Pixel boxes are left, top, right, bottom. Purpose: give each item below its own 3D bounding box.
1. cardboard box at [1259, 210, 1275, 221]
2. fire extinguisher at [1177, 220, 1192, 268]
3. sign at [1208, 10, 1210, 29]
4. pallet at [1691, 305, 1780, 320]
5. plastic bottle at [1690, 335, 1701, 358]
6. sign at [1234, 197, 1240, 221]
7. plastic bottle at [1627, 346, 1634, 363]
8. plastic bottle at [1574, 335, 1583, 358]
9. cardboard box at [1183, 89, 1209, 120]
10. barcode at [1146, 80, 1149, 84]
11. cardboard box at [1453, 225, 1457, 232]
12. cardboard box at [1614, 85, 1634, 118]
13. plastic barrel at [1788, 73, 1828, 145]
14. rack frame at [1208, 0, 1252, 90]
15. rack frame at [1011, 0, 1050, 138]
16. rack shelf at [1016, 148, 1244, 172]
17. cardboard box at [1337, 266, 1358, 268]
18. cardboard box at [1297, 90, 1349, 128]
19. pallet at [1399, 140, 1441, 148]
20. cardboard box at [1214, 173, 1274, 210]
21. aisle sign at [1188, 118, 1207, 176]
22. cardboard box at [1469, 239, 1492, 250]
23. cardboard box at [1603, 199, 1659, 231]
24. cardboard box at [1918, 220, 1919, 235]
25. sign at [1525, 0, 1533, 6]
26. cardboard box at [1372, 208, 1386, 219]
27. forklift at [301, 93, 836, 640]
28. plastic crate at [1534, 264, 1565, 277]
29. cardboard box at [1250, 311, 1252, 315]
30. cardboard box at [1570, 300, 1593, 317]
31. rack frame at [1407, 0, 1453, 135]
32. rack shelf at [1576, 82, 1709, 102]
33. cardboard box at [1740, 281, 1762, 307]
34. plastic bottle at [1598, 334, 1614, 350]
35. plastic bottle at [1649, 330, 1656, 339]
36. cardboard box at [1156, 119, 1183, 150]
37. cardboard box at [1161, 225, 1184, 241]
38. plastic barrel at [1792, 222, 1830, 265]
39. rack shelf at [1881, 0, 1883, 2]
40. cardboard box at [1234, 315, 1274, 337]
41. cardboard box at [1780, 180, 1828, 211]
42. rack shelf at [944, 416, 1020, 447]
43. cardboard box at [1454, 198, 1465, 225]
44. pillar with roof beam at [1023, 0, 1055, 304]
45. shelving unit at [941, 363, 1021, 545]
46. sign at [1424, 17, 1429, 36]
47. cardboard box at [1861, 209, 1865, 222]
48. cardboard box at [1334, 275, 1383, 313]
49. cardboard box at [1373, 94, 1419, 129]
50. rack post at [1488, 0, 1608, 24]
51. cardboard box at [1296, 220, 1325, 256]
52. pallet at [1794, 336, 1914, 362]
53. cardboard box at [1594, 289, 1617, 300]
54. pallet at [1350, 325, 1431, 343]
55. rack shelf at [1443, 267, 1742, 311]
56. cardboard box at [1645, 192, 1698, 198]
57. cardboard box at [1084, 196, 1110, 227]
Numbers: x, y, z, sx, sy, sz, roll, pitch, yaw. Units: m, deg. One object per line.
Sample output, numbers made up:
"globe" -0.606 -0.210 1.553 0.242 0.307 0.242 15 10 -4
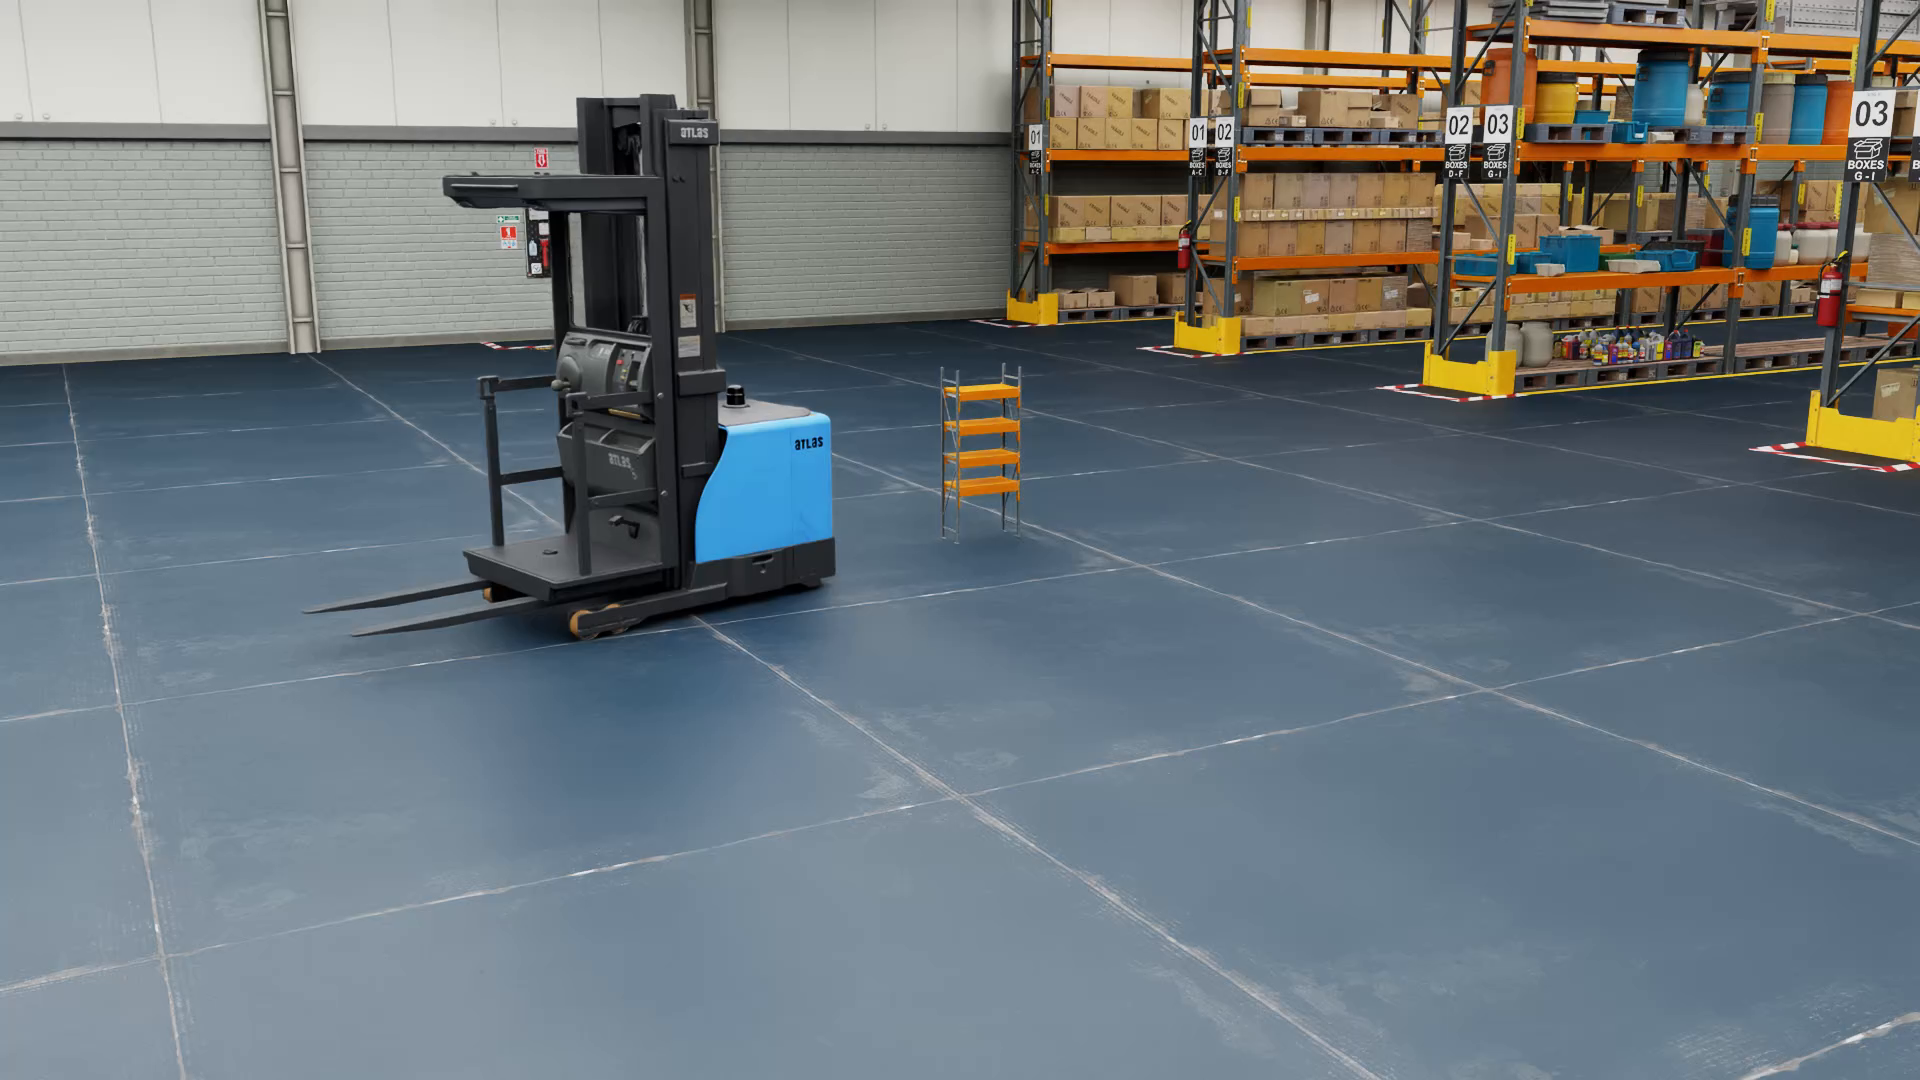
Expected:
"cardboard box" 4.197 -4.560 23.333 0.250 0.149 0.380 -7 15 -29
"fire extinguisher" 3.192 -4.206 23.641 0.183 0.674 0.296 -7 14 -28
"sign" 4.382 -9.108 29.094 0.005 0.325 0.100 -7 14 -28
"pallet" 13.356 -3.975 28.793 1.213 0.211 1.003 -7 14 -28
"plastic bottle" 9.136 -2.407 20.659 0.133 0.283 0.061 -6 14 -25
"sign" 3.779 -4.520 22.708 0.005 0.325 0.100 -7 14 -28
"plastic bottle" 8.105 -2.248 20.140 0.097 0.201 0.097 0 13 0
"plastic bottle" 7.647 -2.411 20.691 0.135 0.276 0.152 -7 15 -29
"cardboard box" 3.864 -7.386 28.215 0.500 0.500 0.500 -6 14 -25
"barcode" 3.227 -7.868 28.581 0.075 0.075 0.001 -7 14 -28
"cardboard box" 9.225 -5.926 31.636 0.250 0.149 0.380 -7 14 -28
"cardboard box" 10.927 -7.053 26.778 0.500 0.500 0.500 -7 14 -28
"plastic barrel" 10.890 -5.573 21.567 0.708 0.901 0.600 -7 14 -28
"rack frame" 4.653 -8.468 28.742 0.127 3.000 1.000 -7 14 -28
"rack frame" 1.142 -8.047 26.872 0.127 3.000 1.000 -7 14 -28
"rack shelf" 2.897 -6.443 28.215 4.000 0.370 1.077 -7 14 -28
"cardboard box" 7.027 -5.190 30.820 0.500 0.250 0.500 -7 14 -27
"cardboard box" 5.107 -6.074 23.431 0.500 0.500 0.500 -7 14 -28
"pallet" 8.704 -7.411 31.308 1.003 0.211 1.213 -6 14 -25
"cardboard box" 3.981 -4.900 23.369 0.500 0.500 0.700 -7 14 -28
"aisle sign" 3.320 -5.484 23.226 0.004 0.787 0.394 -7 14 -28
"cardboard box" 7.905 -4.518 25.427 0.250 0.149 0.380 -7 14 -28
"cardboard box" 11.039 -5.350 27.364 0.700 0.500 0.500 11 17 41
"cardboard box" 8.875 -2.944 14.676 0.500 0.500 0.500 -7 14 -28
"sign" 6.149 -5.930 17.938 0.005 0.325 0.100 -7 14 -28
"cardboard box" 6.000 -4.776 24.293 0.250 0.149 0.380 -7 14 -28
"forklift" -2.197 -1.007 9.407 3.031 2.935 1.130 -12 17 -42
"plastic crate" 6.829 -3.115 19.219 0.250 0.136 0.298 -7 14 -28
"cardboard box" 4.281 -3.198 24.294 0.500 0.250 0.500 -7 14 -28
"cardboard box" 9.745 -3.714 26.587 0.500 0.250 0.500 -7 14 -29
"rack frame" 7.030 -7.514 24.501 0.127 3.000 1.000 -7 14 -28
"rack shelf" 13.430 -8.974 33.539 4.000 0.370 1.077 -7 14 -28
"cardboard box" 13.318 -4.266 28.426 0.500 0.500 0.500 -7 14 -28
"plastic bottle" 8.047 -2.423 20.743 0.135 0.276 0.152 -7 14 -28
"plastic bottle" 8.910 -2.567 21.394 0.097 0.271 0.097 0 13 0
"cardboard box" 3.410 -6.846 28.093 0.500 0.500 0.500 -7 15 -30
"cardboard box" 3.507 -5.263 28.459 0.500 0.250 0.500 -7 14 -28
"plastic barrel" 10.989 -3.834 21.504 0.433 0.535 0.433 0 13 0
"rack shelf" 10.018 -5.041 15.161 4.000 0.370 1.077 -7 14 -28
"cardboard box" 4.096 -3.043 23.606 0.500 0.250 0.500 -7 14 -28
"cardboard box" 14.600 -5.961 28.758 0.500 0.500 0.500 -6 14 -26
"rack shelf" 0.145 -0.755 11.520 0.480 0.148 0.258 -7 14 -28
"cardboard box" 9.177 -6.221 31.469 0.500 0.500 0.500 -6 14 -26
"pillar with roof beam" 3.405 -7.458 24.253 0.400 9.000 9.100 -7 14 -28
"shelving unit" 0.145 -0.603 11.555 0.503 1.200 0.258 -7 14 -28
"sign" 8.432 -9.280 30.040 0.005 0.325 0.100 -7 14 -28
"cardboard box" 15.963 -5.639 29.607 0.500 0.500 0.500 -7 14 -29
"cardboard box" 5.846 -3.622 24.469 0.500 0.500 0.500 -7 14 -28
"cardboard box" 6.461 -6.370 24.749 0.500 0.500 0.500 -6 14 -23
"rack post" 6.613 -5.949 18.687 0.954 0.300 0.937 -5 14 -22
"cardboard box" 4.832 -4.369 23.963 0.500 0.500 0.700 -7 14 -27
"pallet" 12.212 -2.619 22.764 1.213 0.211 1.003 -7 14 -28
"cardboard box" 10.199 -4.042 26.768 0.500 0.311 0.500 -6 14 -26
"pallet" 6.312 -3.151 25.130 1.213 0.211 1.003 -7 14 -28
"rack shelf" 7.644 -3.071 20.061 4.000 0.370 1.077 -7 14 -28
"cardboard box" 14.743 -6.895 34.730 0.700 0.700 0.980 -6 14 -25
"cardboard box" 2.144 -5.465 27.651 0.500 0.500 0.500 -7 14 -28
